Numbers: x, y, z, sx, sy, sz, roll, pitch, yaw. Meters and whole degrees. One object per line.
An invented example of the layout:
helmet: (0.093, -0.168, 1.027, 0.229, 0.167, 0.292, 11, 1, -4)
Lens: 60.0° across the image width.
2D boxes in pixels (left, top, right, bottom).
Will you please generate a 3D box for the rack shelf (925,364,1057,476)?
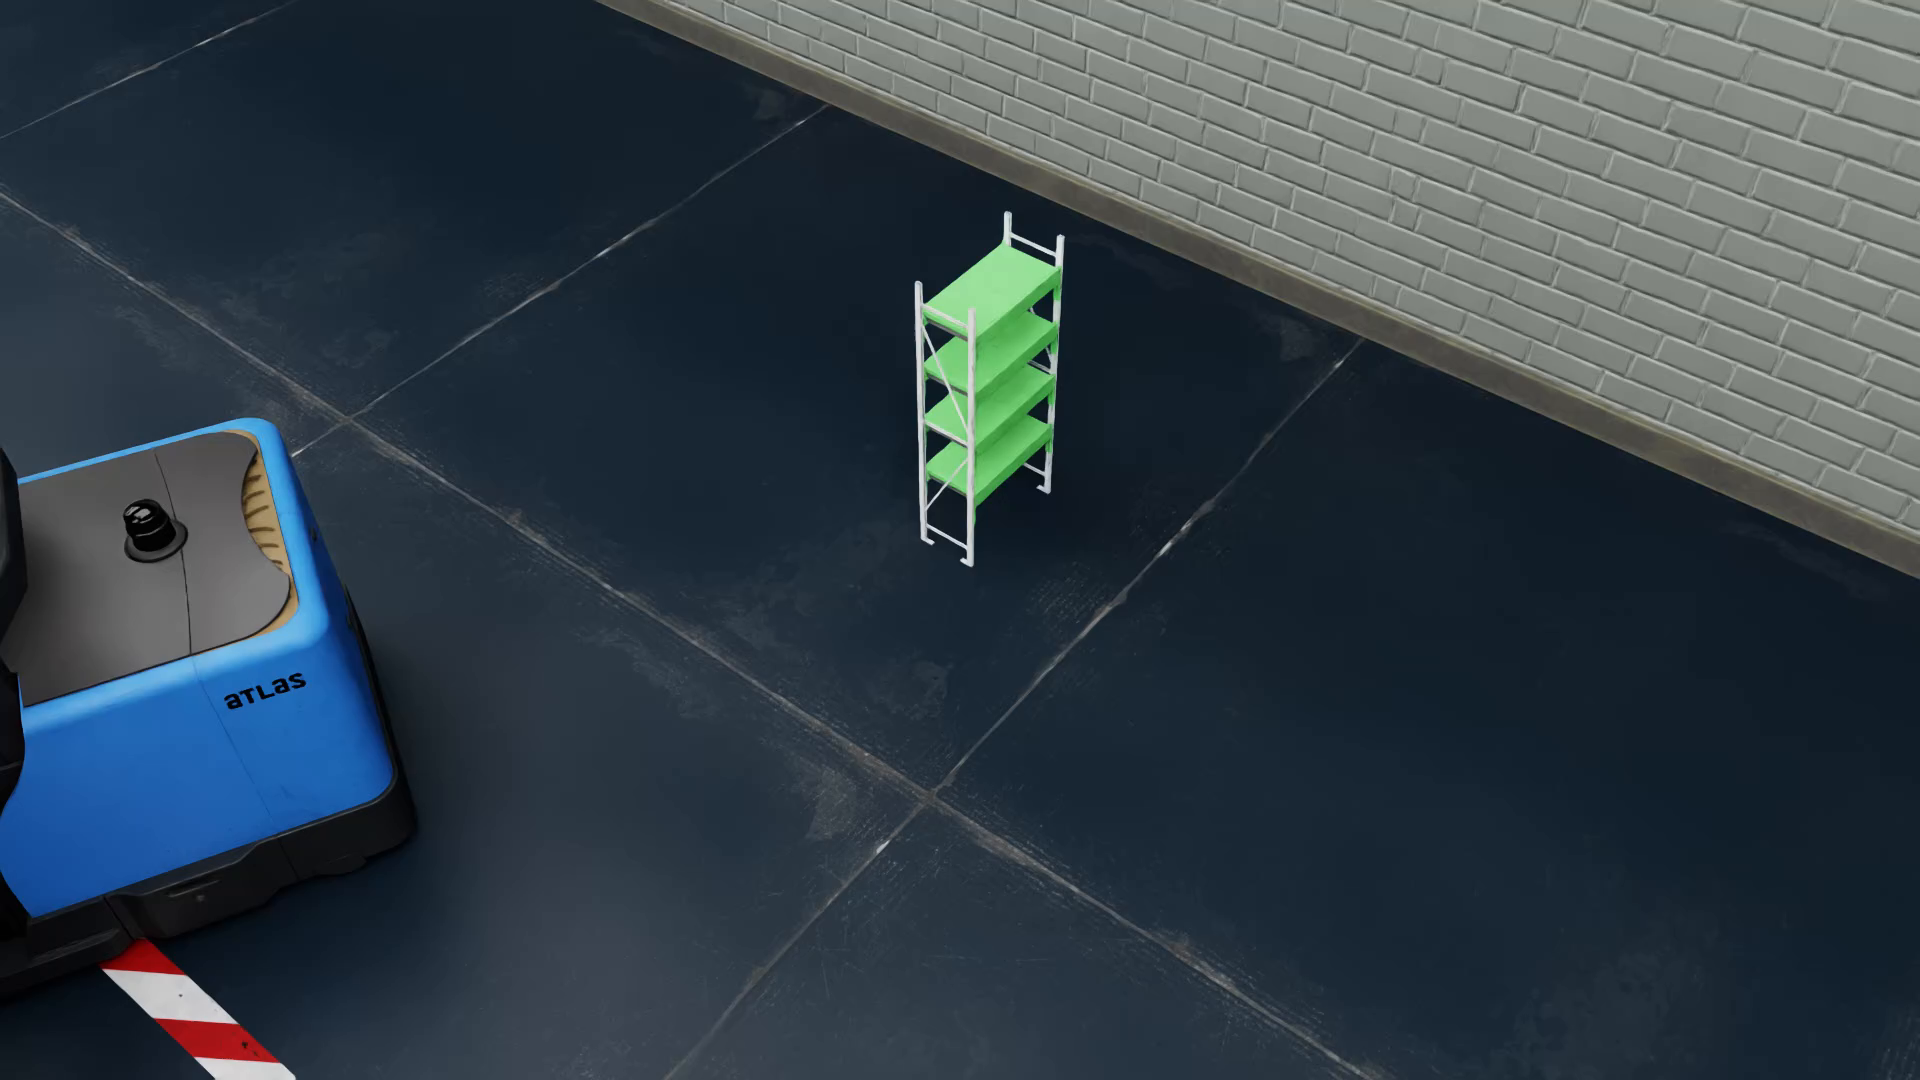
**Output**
rack shelf: (0.101, -0.465, 5.953, 0.258, 0.148, 0.480, 29, 53, 25)

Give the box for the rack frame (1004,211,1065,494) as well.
rack frame: (0.250, -0.649, 6.040, 0.240, 1.200, 0.015, 29, 53, 25)

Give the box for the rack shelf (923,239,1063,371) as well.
rack shelf: (0.101, -0.797, 5.606, 0.258, 0.148, 0.480, 29, 53, 25)

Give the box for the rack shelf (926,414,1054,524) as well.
rack shelf: (0.101, -0.299, 6.126, 0.258, 0.148, 0.480, 29, 53, 25)

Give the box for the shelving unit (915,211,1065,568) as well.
shelving unit: (0.101, -0.509, 5.907, 0.258, 1.200, 0.503, 29, 53, 25)

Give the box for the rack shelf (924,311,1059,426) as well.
rack shelf: (0.101, -0.631, 5.779, 0.258, 0.148, 0.480, 29, 53, 25)

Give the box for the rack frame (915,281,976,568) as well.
rack frame: (-0.048, -0.370, 5.773, 0.240, 1.200, 0.015, 29, 53, 25)

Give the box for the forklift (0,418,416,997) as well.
forklift: (-3.293, 0.094, 4.134, 3.031, 2.935, 1.130, -19, 49, -17)
